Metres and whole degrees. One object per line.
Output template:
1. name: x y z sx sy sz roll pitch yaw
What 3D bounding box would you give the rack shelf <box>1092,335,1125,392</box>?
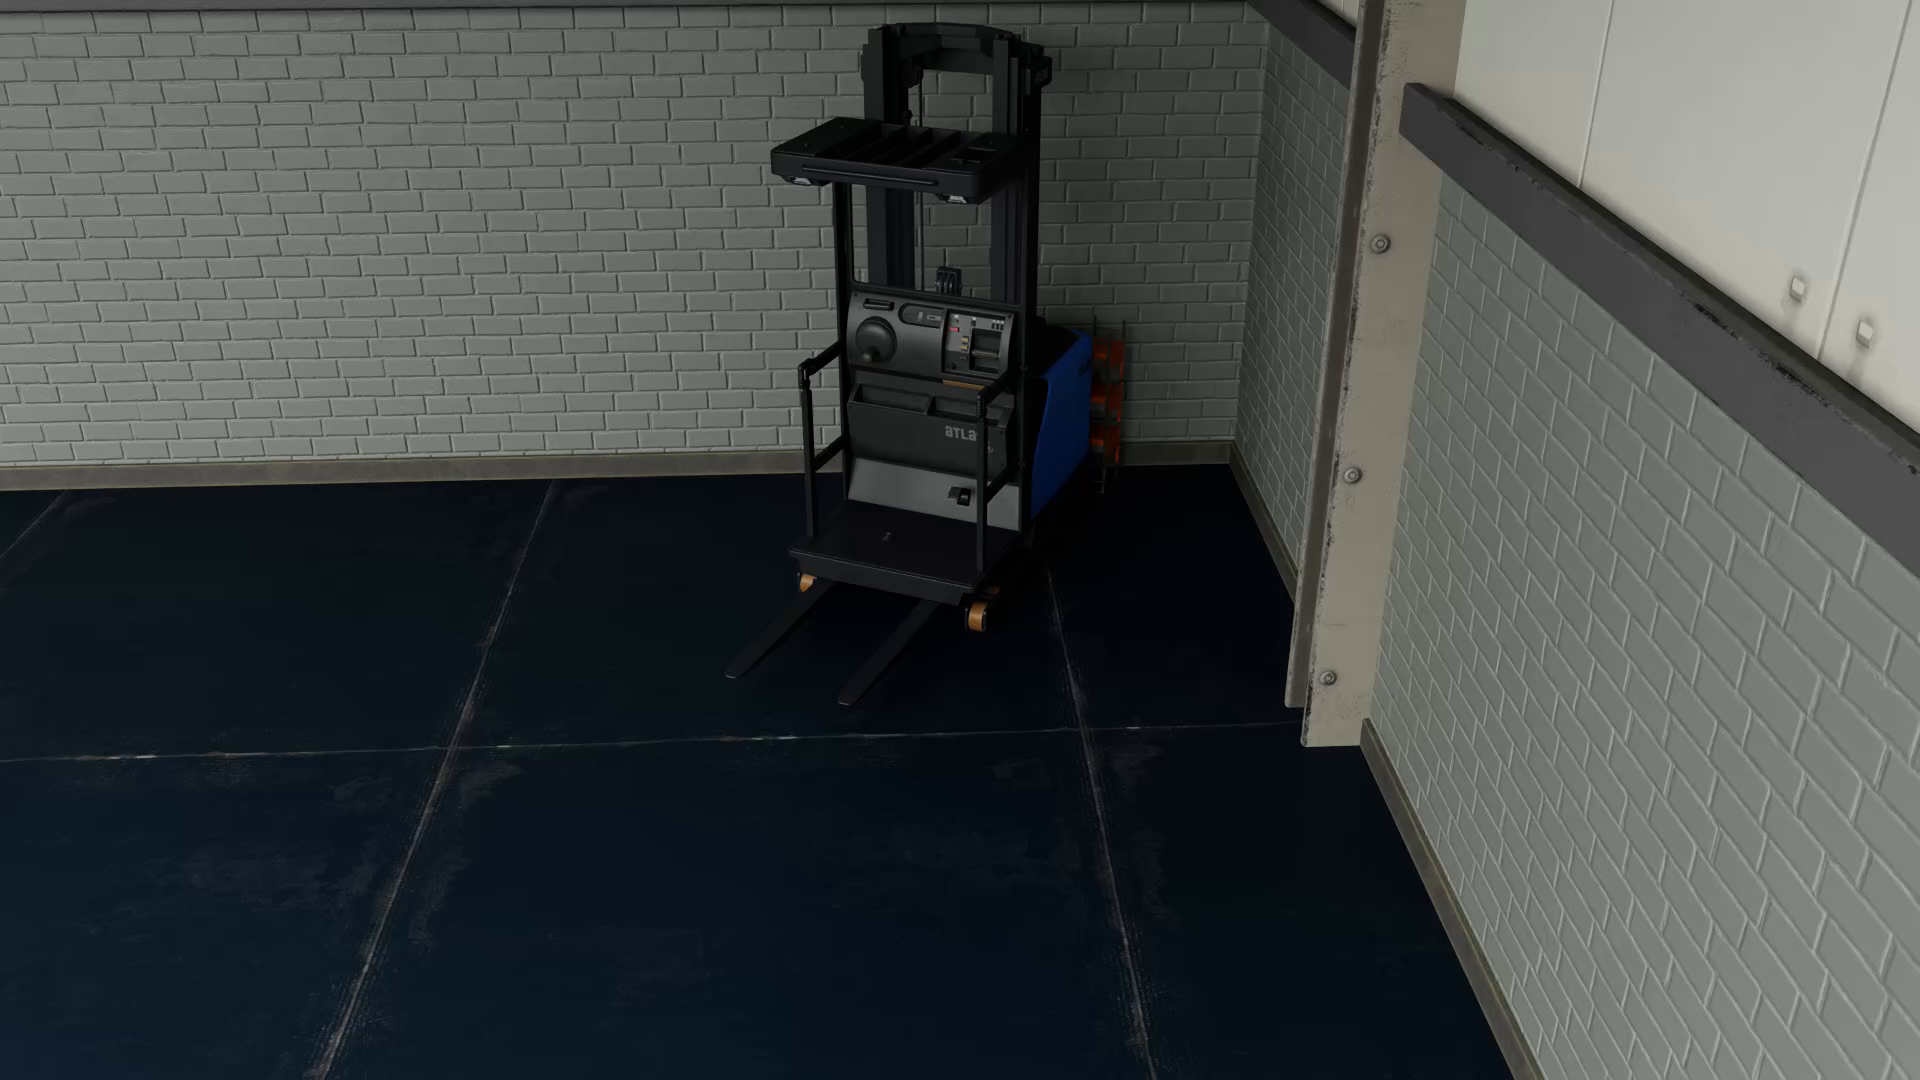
1. rack shelf: 0.854 -1.069 10.072 0.215 0.259 0.240 12 29 21

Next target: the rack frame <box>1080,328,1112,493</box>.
1. rack frame: 0.802 -0.776 10.098 0.200 1.050 0.008 12 29 21

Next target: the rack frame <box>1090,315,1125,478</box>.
1. rack frame: 0.903 -0.877 10.296 0.200 1.050 0.008 12 29 21

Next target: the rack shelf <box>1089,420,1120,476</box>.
1. rack shelf: 0.852 -0.569 10.328 0.215 0.259 0.240 12 29 21

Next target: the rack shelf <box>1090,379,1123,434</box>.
1. rack shelf: 0.853 -0.817 10.201 0.215 0.259 0.240 12 29 21

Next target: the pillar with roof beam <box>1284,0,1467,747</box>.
1. pillar with roof beam: -2.532 -3.003 5.776 9.100 9.000 0.400 -1 28 -3

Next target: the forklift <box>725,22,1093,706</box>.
1. forklift: -0.241 -1.034 8.563 1.130 2.935 3.031 11 29 20

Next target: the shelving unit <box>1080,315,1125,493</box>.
1. shelving unit: 0.853 -0.826 10.197 0.215 1.050 0.252 12 29 21
